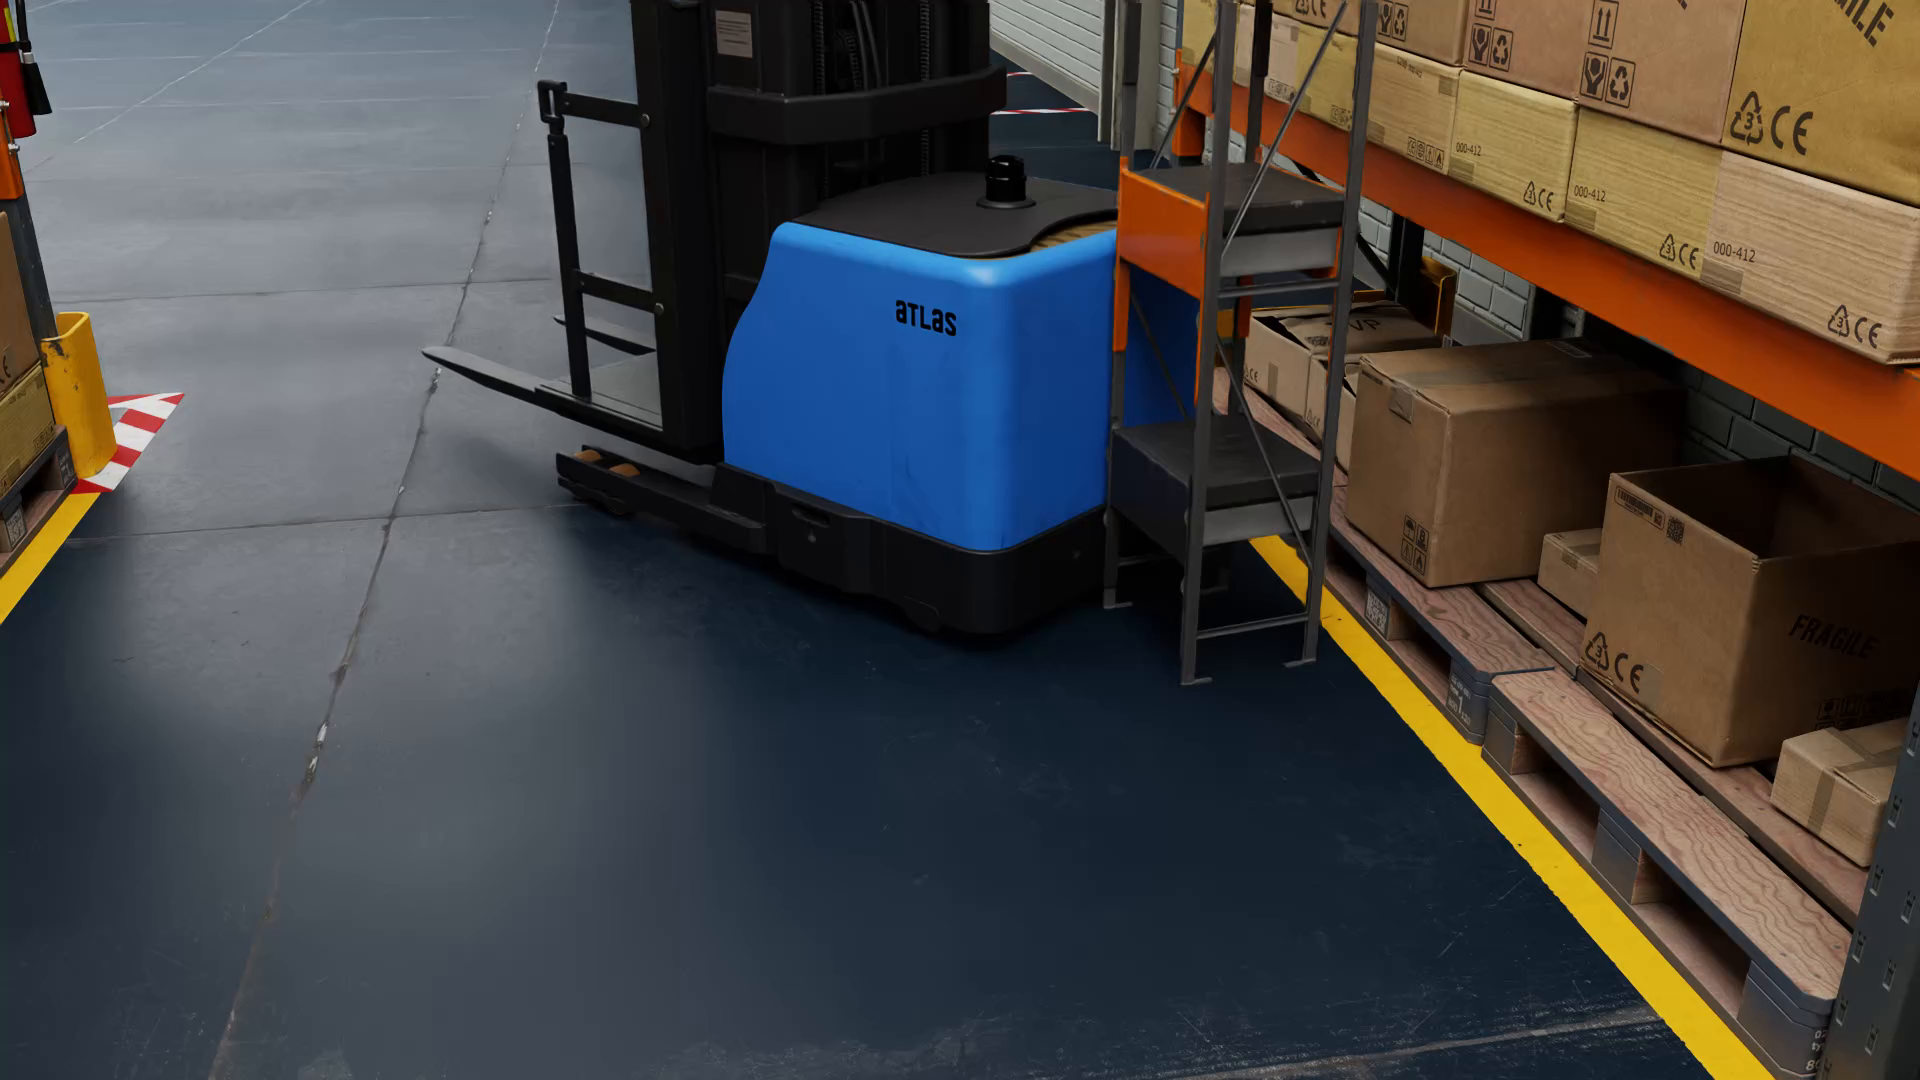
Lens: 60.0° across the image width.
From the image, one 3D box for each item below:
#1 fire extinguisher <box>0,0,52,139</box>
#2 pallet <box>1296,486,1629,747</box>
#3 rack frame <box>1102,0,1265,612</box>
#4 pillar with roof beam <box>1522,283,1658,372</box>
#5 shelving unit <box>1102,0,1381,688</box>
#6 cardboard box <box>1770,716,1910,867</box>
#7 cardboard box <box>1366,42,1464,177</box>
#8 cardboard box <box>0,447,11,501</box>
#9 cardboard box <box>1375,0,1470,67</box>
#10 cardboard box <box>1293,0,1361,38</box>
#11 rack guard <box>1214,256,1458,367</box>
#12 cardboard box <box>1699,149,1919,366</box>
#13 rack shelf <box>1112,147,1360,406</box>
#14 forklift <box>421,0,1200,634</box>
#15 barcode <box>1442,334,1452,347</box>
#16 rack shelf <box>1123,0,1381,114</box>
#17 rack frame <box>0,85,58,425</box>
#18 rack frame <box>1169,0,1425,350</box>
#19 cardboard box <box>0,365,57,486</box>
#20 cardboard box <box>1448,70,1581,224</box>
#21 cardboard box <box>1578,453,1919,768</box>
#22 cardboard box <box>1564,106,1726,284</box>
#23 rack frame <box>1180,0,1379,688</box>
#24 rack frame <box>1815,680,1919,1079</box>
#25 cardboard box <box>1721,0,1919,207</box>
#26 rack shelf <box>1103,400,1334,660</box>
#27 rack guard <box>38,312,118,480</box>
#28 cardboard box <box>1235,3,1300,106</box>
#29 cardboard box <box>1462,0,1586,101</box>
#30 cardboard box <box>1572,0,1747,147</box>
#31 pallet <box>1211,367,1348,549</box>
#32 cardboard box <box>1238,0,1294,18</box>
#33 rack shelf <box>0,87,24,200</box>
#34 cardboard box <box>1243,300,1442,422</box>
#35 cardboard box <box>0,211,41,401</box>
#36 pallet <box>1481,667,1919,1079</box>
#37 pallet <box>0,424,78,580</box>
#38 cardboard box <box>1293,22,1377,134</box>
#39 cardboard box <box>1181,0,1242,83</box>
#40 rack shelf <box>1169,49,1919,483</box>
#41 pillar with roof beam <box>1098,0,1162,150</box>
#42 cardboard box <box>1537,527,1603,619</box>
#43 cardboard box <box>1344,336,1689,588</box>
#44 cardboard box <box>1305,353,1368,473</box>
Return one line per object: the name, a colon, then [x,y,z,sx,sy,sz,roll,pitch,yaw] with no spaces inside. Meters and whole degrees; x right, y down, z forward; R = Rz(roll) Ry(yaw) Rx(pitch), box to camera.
fire extinguisher: [-3.149,-1.646,5.368,0.296,0.674,0.183,-4,24,-10]
pallet: [1.636,0.140,4.666,1.003,0.211,1.213,-4,24,-10]
rack frame: [0.600,-0.787,4.428,0.400,2.100,0.015,-8,25,-18]
pillar with roof beam: [-1.967,-4.188,3.597,9.100,9.000,0.400,-4,24,-10]
shelving unit: [0.684,-0.695,4.218,0.431,2.100,0.503,-8,25,-18]
cardboard box: [1.896,0.493,3.364,0.380,0.166,0.250,-8,25,-17]
cardboard box: [1.352,-1.091,4.163,0.500,0.250,0.500,-4,24,-9]
cardboard box: [-3.089,-0.148,4.753,0.500,0.250,0.500,-4,24,-10]
cardboard box: [1.355,-1.442,4.030,0.500,0.500,0.500,-4,24,-8]
cardboard box: [1.248,-1.644,4.492,0.500,0.500,0.500,-5,24,-11]
rack guard: [1.298,-0.794,6.442,1.175,0.500,0.348,-4,24,-10]
cardboard box: [1.639,-0.500,2.809,0.500,0.250,0.500,-4,24,-10]
rack shelf: [0.684,-0.682,4.223,0.431,0.518,0.480,-8,25,-18]
forklift: [-0.708,-1.563,5.168,3.031,2.935,1.130,20,30,37]
barcode: [1.720,-0.686,5.872,0.001,0.075,0.075,-4,24,-10]
rack shelf: [0.684,-1.324,3.943,0.431,0.518,0.480,-8,25,-18]
rack frame: [-3.583,-1.601,5.168,1.000,3.000,0.127,-4,24,-10]
rack frame: [1.284,-1.969,6.011,1.000,3.000,0.127,-4,24,-10]
cardboard box: [-3.194,-0.344,5.201,0.500,0.250,0.500,-4,24,-10]
cardboard box: [1.446,-0.893,3.710,0.500,0.250,0.500,-4,24,-10]
cardboard box: [1.793,0.143,3.748,0.500,0.500,0.500,-6,24,-14]
cardboard box: [1.555,-0.697,3.260,0.500,0.250,0.500,-4,24,-10]
rack frame: [0.768,-0.603,4.008,0.400,2.100,0.015,-8,25,-18]
rack frame: [2.021,-0.395,2.408,0.949,2.616,0.053,-4,24,-10]
cardboard box: [1.633,-0.843,2.657,0.500,0.500,0.500,-4,24,-10]
rack shelf: [0.684,-0.041,4.503,0.431,0.518,0.480,-8,25,-18]
rack guard: [-3.588,-0.465,5.690,1.175,0.500,0.348,-4,24,-10]
cardboard box: [1.173,-1.491,5.078,0.500,0.250,0.500,-5,24,-11]
cardboard box: [1.452,-1.238,3.561,0.500,0.500,0.500,-5,24,-11]
cardboard box: [1.535,-1.039,3.106,0.500,0.500,0.500,-4,24,-10]
pallet: [1.414,-0.339,5.763,1.003,0.211,1.213,-4,24,-10]
cardboard box: [1.159,-1.848,4.959,0.500,0.500,0.500,-4,24,-10]
rack shelf: [-3.213,-0.485,3.511,1.077,0.370,4.000,-4,24,-10]
cardboard box: [1.324,-0.660,5.822,0.500,0.311,0.500,-7,25,-16]
cardboard box: [-3.192,-0.688,5.051,0.500,0.500,0.500,-4,24,-10]
pallet: [1.865,0.621,3.565,1.003,0.211,1.213,-4,24,-10]
pallet: [-3.401,-0.025,5.044,1.003,0.211,1.213,-4,24,-10]
cardboard box: [1.261,-1.290,4.618,0.500,0.250,0.500,-5,24,-11]
cardboard box: [1.063,-1.694,5.543,0.500,0.250,0.500,-5,24,-11]
rack shelf: [1.654,-0.853,4.353,1.077,0.370,4.000,-4,24,-10]
pillar with roof beam: [-3.076,-6.548,9.000,9.100,9.000,0.400,-4,24,-10]
cardboard box: [1.748,0.079,4.335,0.380,0.149,0.250,-6,24,-14]
cardboard box: [1.516,-0.230,4.602,0.700,0.500,0.500,-6,24,-13]
cardboard box: [1.429,-0.435,5.309,0.500,0.311,0.500,-2,24,-5]
